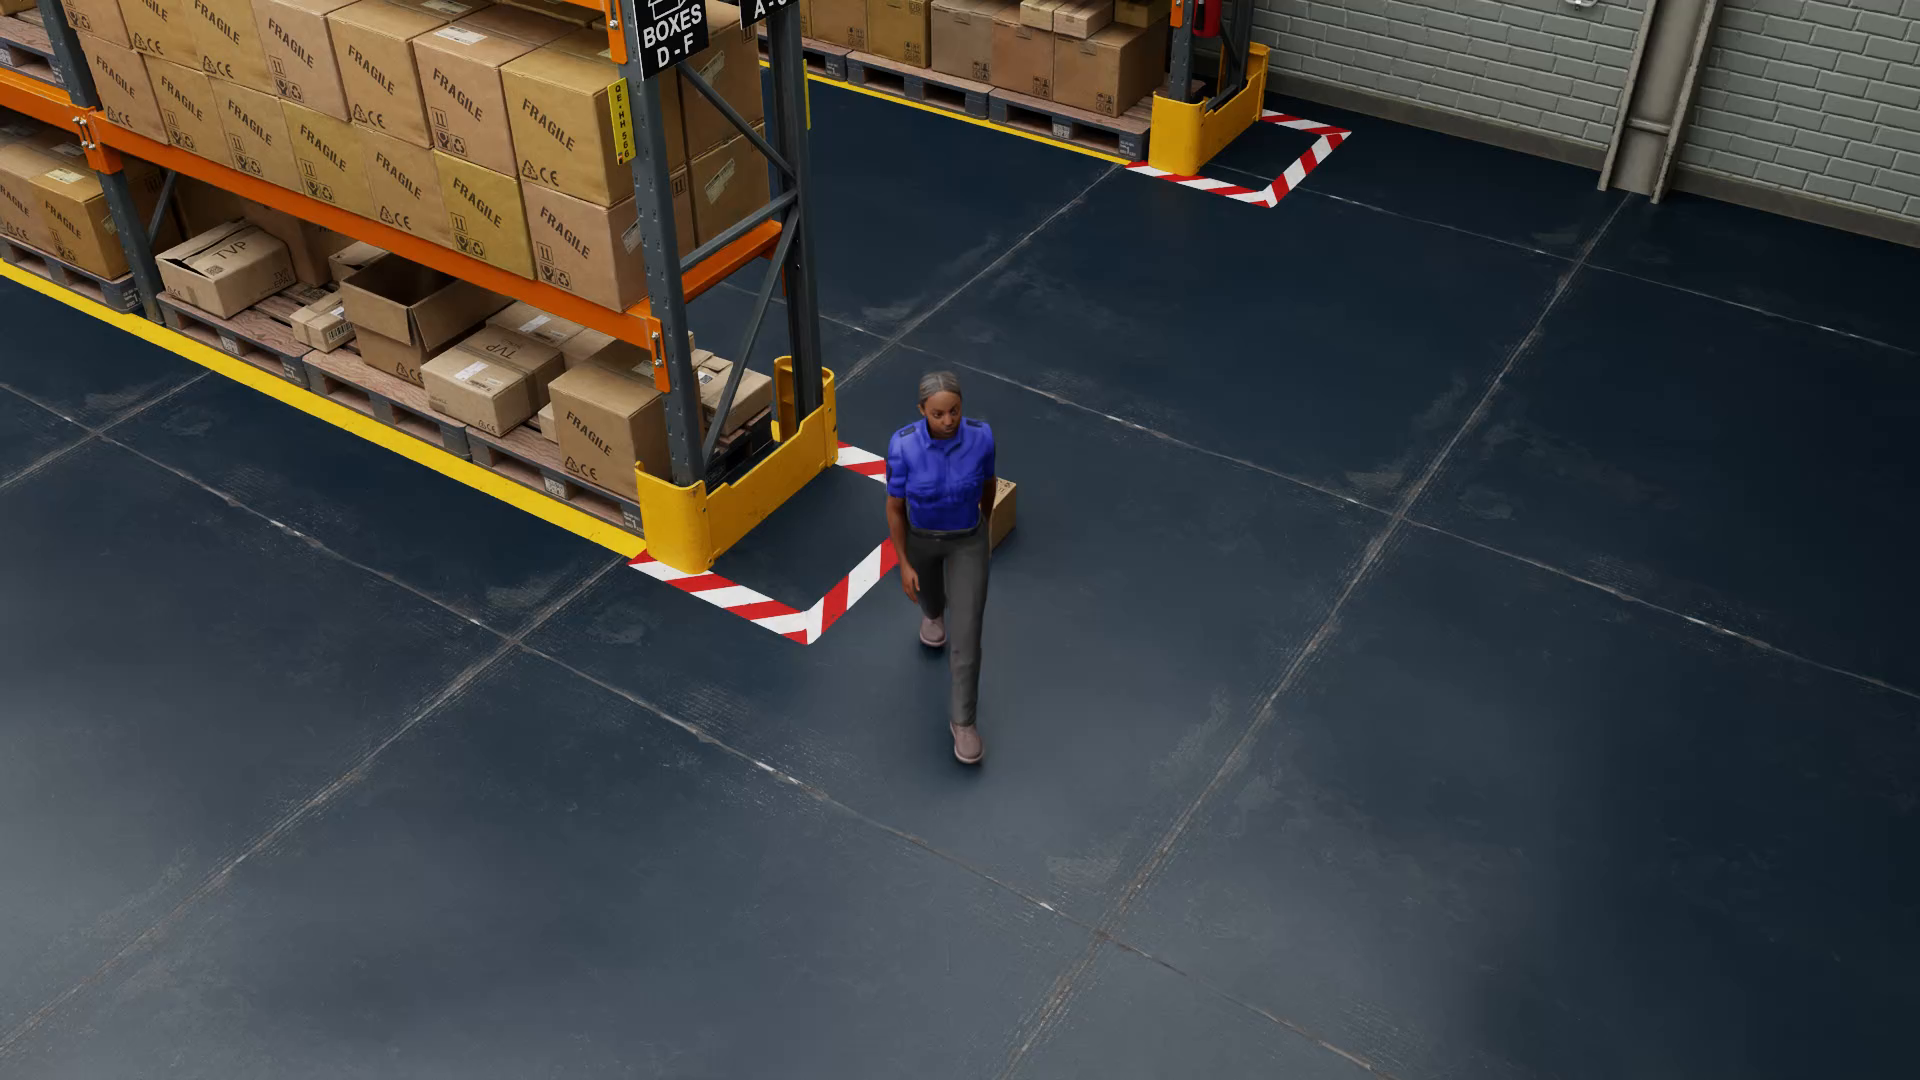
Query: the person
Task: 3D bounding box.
[{"bbox_3d":[-0.072,0.011,6.663,0.439,1.591,1.013,0,39,-1],"label":"person"}]
